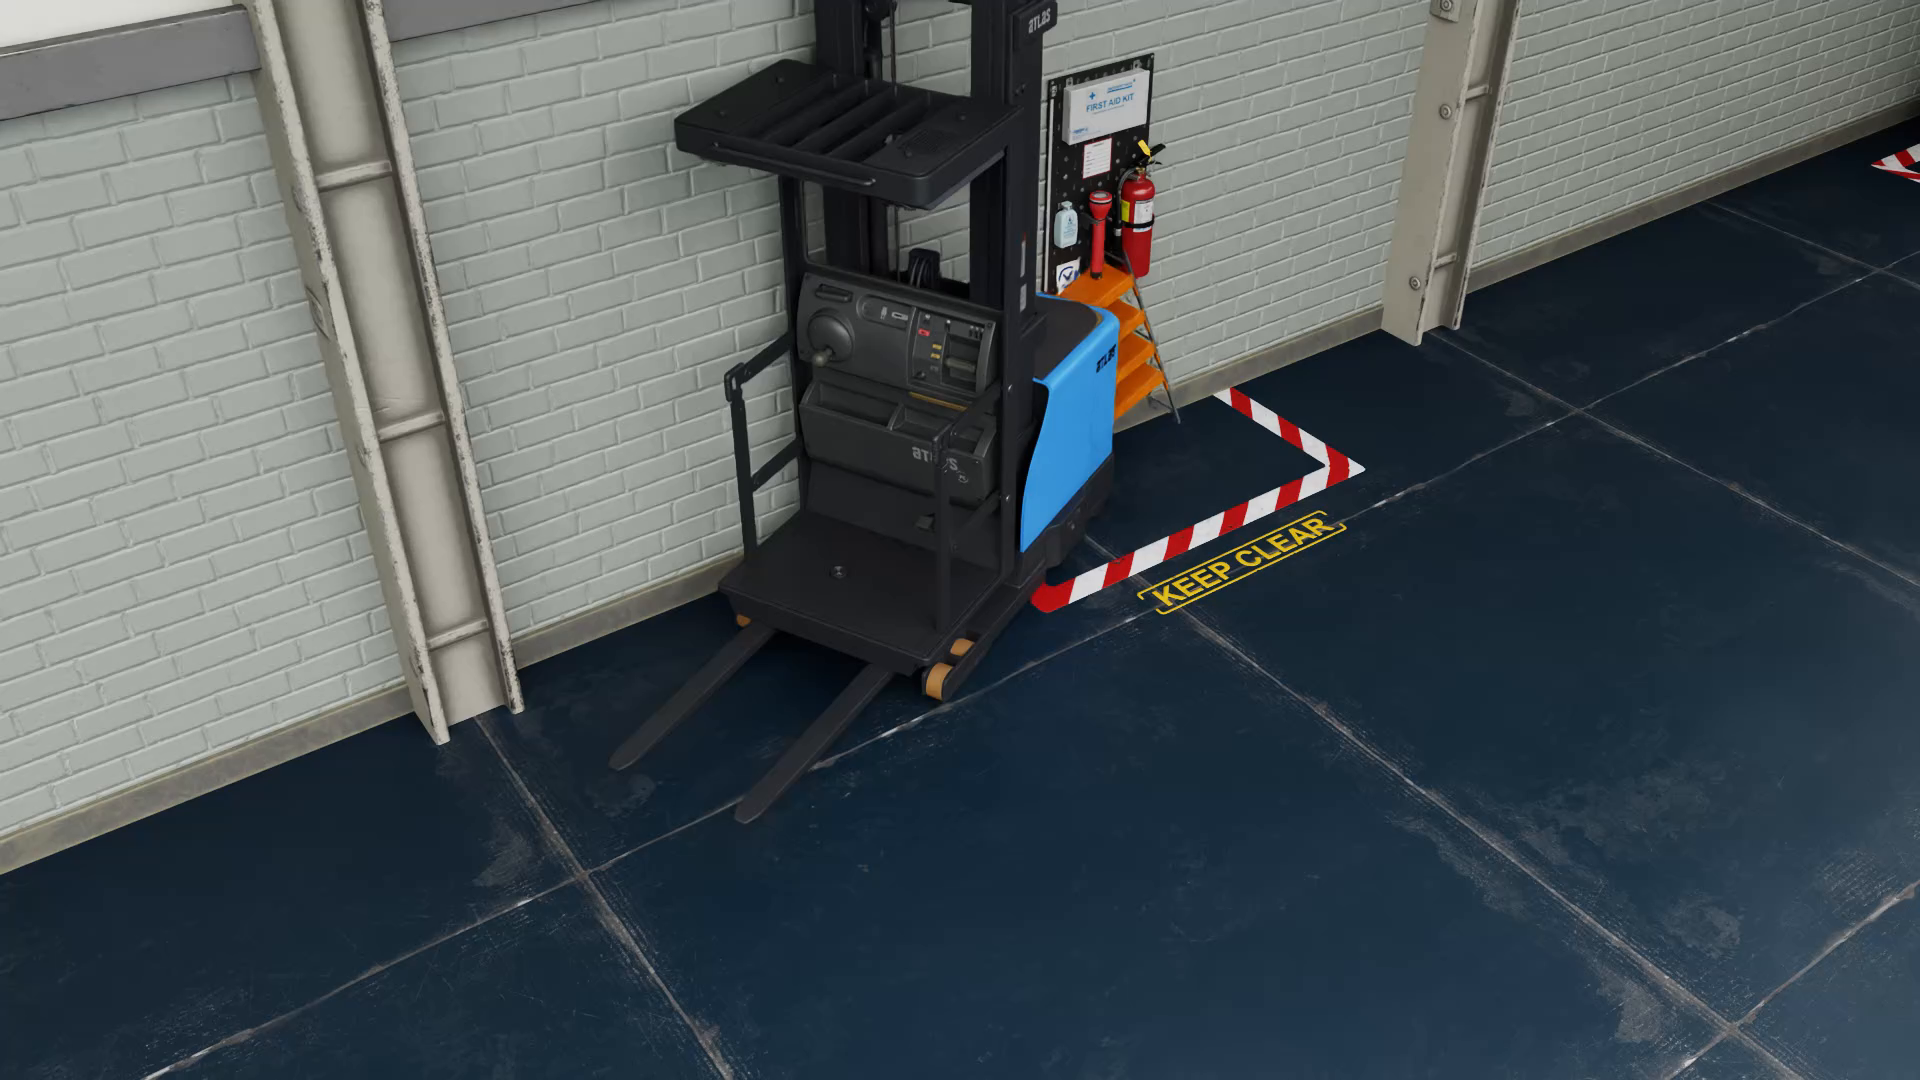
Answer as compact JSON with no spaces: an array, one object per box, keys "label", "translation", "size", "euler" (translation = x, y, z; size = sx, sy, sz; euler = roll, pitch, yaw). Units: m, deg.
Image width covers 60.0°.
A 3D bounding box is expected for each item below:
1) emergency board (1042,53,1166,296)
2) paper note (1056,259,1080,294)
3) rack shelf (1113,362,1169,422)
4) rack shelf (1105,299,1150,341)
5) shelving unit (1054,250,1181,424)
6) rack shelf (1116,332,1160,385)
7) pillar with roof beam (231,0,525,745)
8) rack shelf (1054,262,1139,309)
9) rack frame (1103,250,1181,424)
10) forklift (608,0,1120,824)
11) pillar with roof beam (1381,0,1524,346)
[{"label":"emergency board","translation":[0.724,-1.693,8.034],"size":[0.643,1.169,0.194],"euler":[-22,41,-28]},{"label":"paper note","translation":[0.540,-1.308,8.255],"size":[0.142,0.148,0.016],"euler":[-22,41,-28]},{"label":"rack shelf","translation":[0.823,-0.745,8.711],"size":[0.480,0.148,0.258],"euler":[-40,46,-14]},{"label":"rack shelf","translation":[0.691,-1.017,8.417],"size":[0.480,0.148,0.258],"euler":[-40,46,-14]},{"label":"shelving unit","translation":[0.740,-0.917,8.526],"size":[0.503,1.200,0.258],"euler":[-40,46,-14]},{"label":"rack shelf","translation":[0.761,-0.873,8.573],"size":[0.480,0.148,0.258],"euler":[-40,46,-14]},{"label":"pillar with roof beam","translation":[0.342,-0.868,1.750],"size":[0.400,9.000,9.100],"euler":[-22,41,-28]},{"label":"rack shelf","translation":[0.616,-1.170,8.252],"size":[0.480,0.148,0.258],"euler":[-40,46,-14]},{"label":"rack frame","translation":[0.922,-1.068,8.584],"size":[0.015,1.200,0.240],"euler":[-40,46,-14]},{"label":"forklift","translation":[-0.378,-0.792,6.841],"size":[1.130,2.935,3.031],"euler":[18,39,23]},{"label":"pillar with roof beam","translation":[5.246,-2.886,4.556],"size":[0.400,9.000,9.100],"euler":[-22,41,-28]}]
